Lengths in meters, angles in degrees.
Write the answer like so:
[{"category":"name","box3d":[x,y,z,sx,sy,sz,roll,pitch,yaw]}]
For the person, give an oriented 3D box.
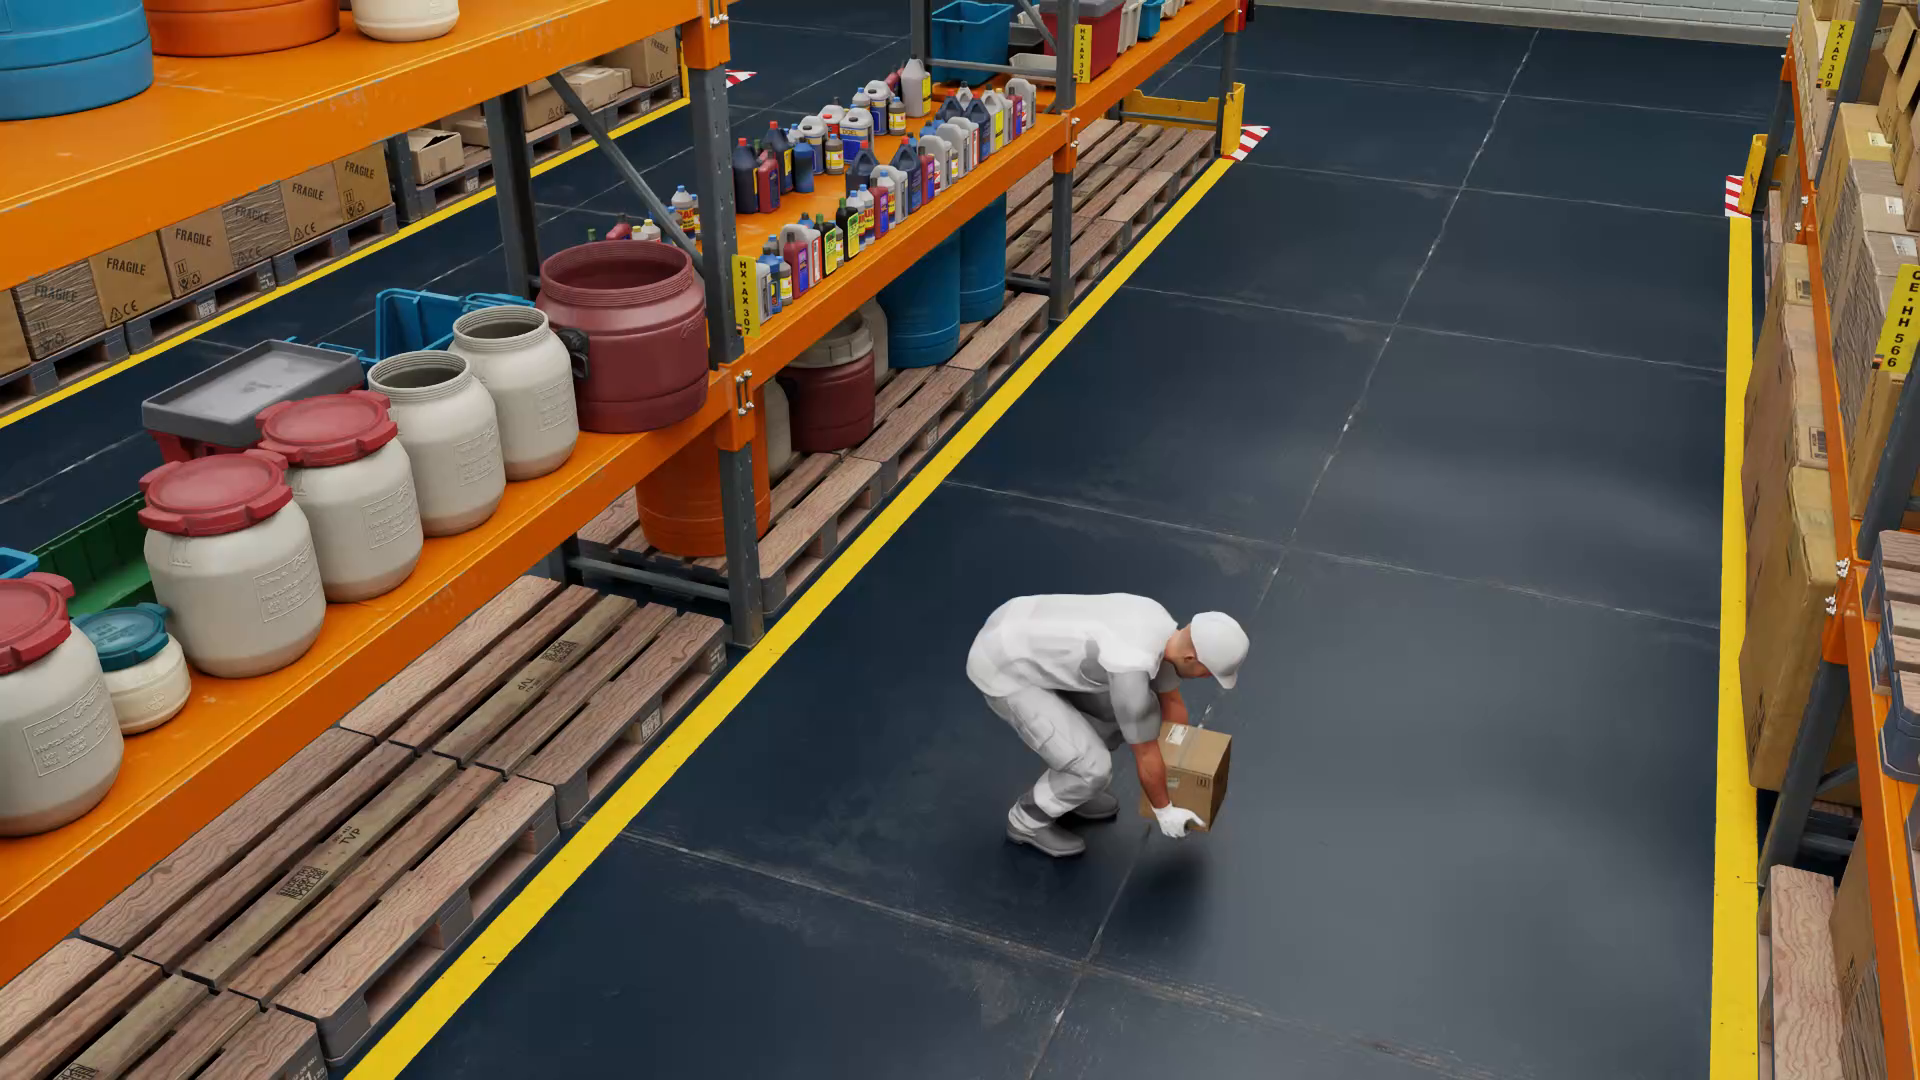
[{"category":"person","box3d":[0.497,0.630,5.800,0.949,0.988,0.527,10,31,17]}]
